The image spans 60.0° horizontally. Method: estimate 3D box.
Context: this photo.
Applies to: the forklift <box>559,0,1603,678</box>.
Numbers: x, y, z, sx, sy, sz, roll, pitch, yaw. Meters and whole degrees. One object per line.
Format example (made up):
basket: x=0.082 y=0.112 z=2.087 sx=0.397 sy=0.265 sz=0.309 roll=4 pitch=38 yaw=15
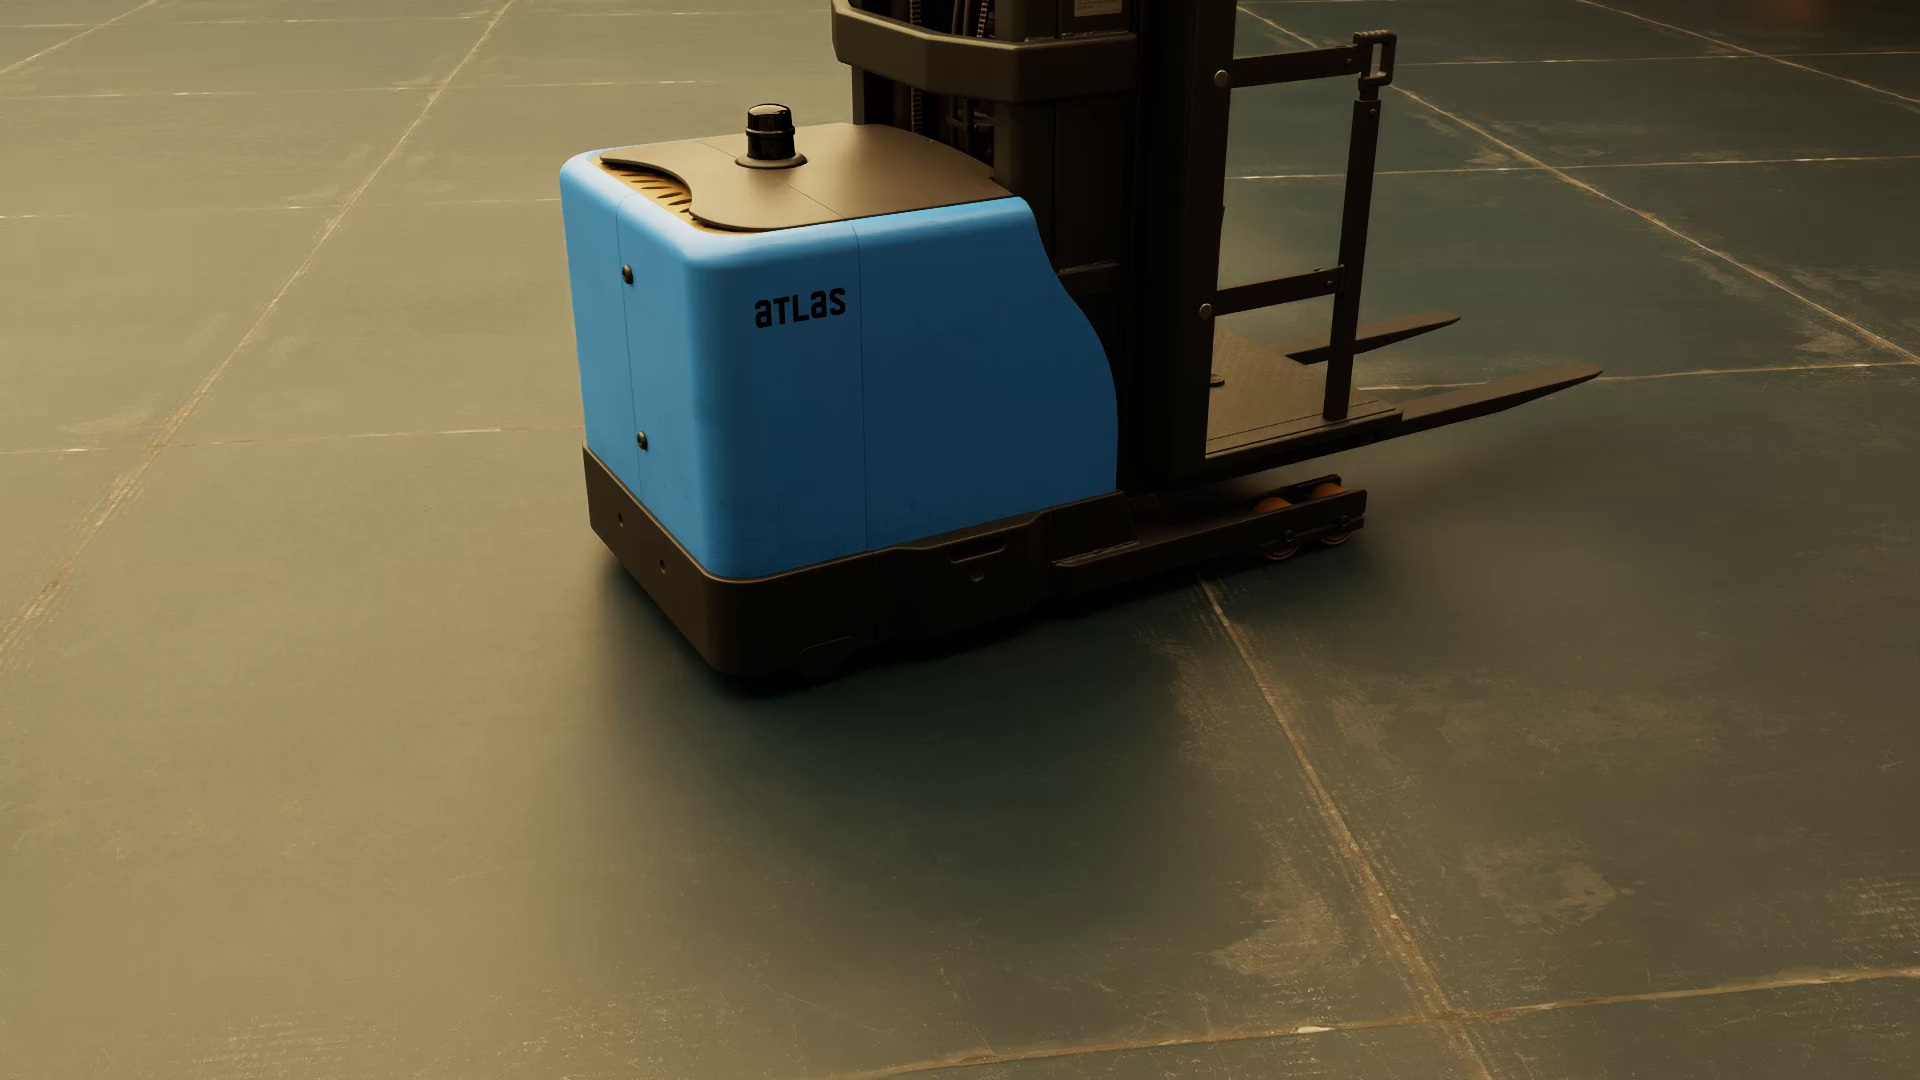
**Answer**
forklift: x=0.529 y=-1.451 z=4.240 sx=3.031 sy=2.935 sz=1.130 roll=-14 pitch=29 yaw=-26
